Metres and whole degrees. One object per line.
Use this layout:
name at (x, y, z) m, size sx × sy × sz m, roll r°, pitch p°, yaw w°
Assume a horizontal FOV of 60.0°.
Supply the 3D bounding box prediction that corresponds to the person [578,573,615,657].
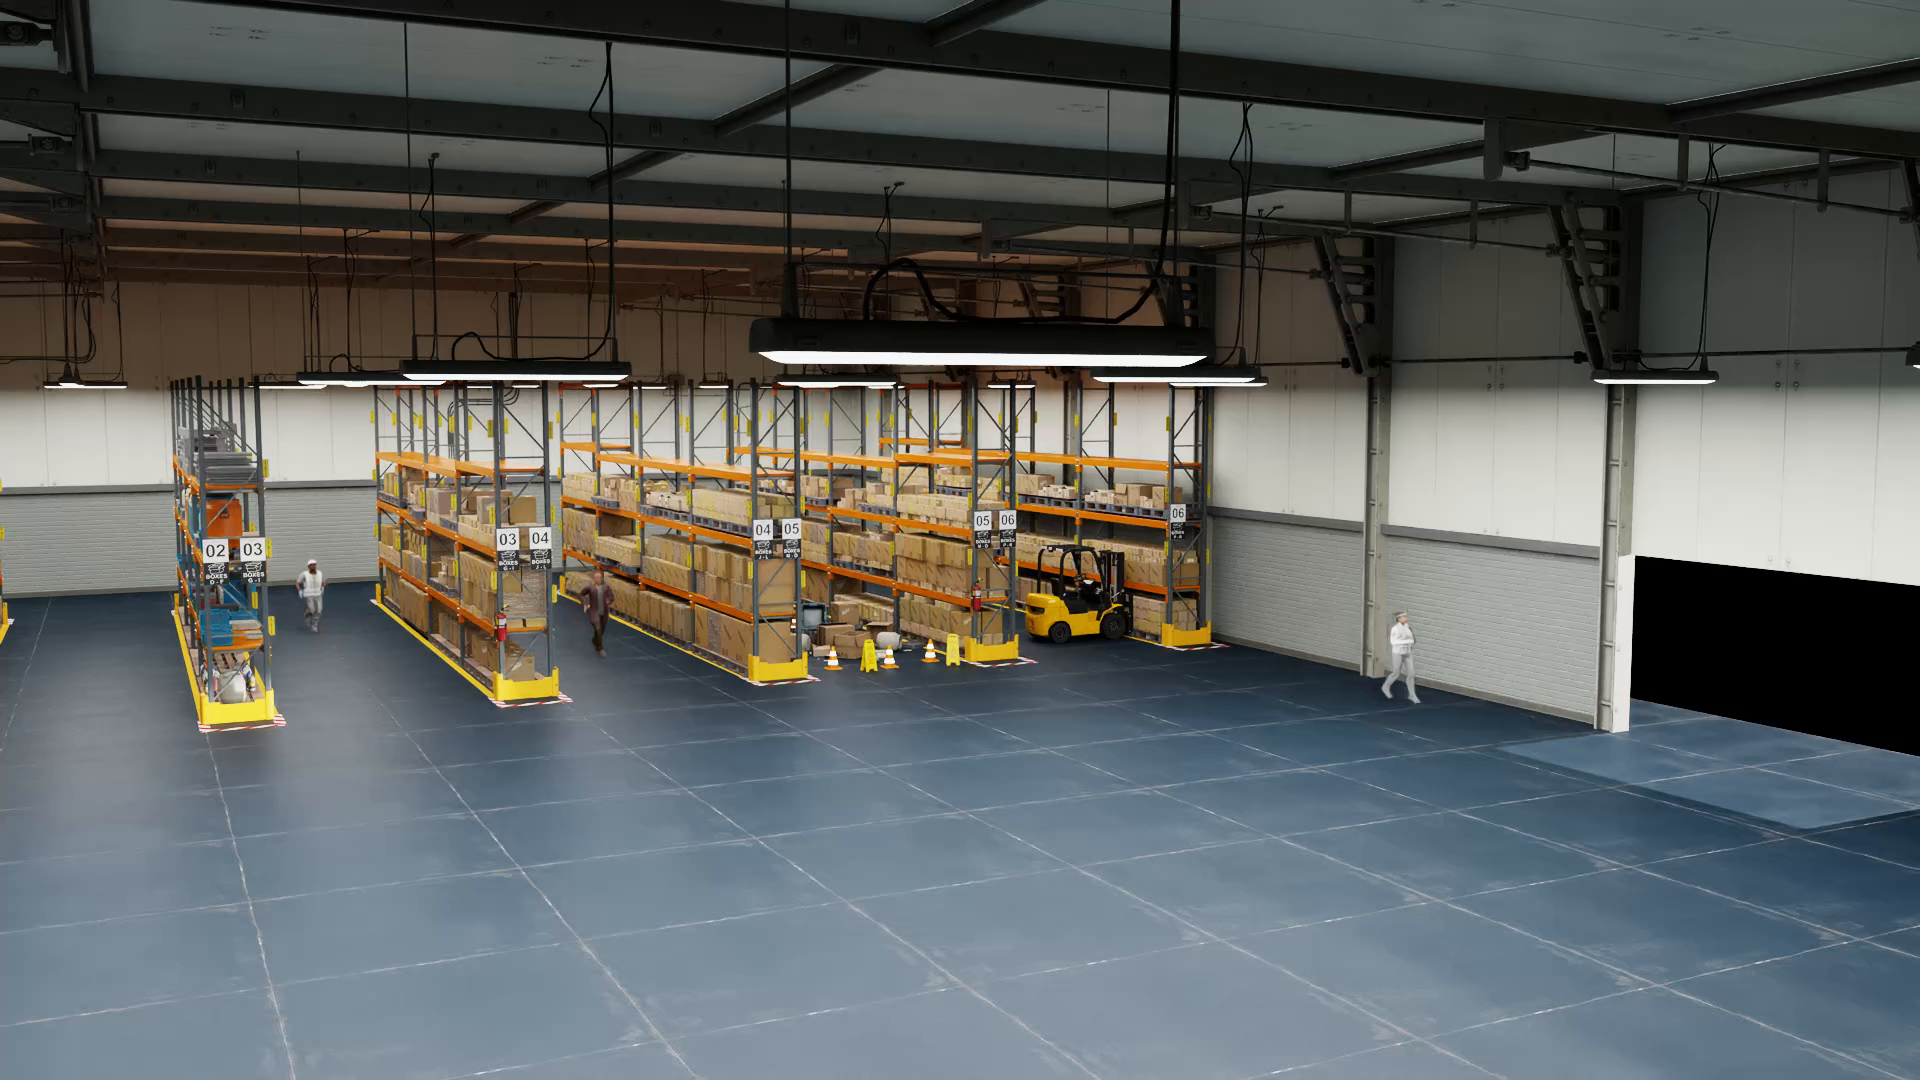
person at (-7.858, 1.593, 36.132) m, size 0.708 × 1.777 × 1.032 m, roll -3°, pitch 6°, yaw -34°

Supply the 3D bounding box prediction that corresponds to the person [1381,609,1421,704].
person at (8.156, 2.129, 30.686) m, size 0.605 × 1.708 × 0.855 m, roll -3°, pitch 6°, yaw -32°

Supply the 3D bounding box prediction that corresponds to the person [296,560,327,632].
person at (-15.402, 1.334, 39.617) m, size 0.683 × 1.734 × 0.592 m, roll -4°, pitch 7°, yaw -40°
